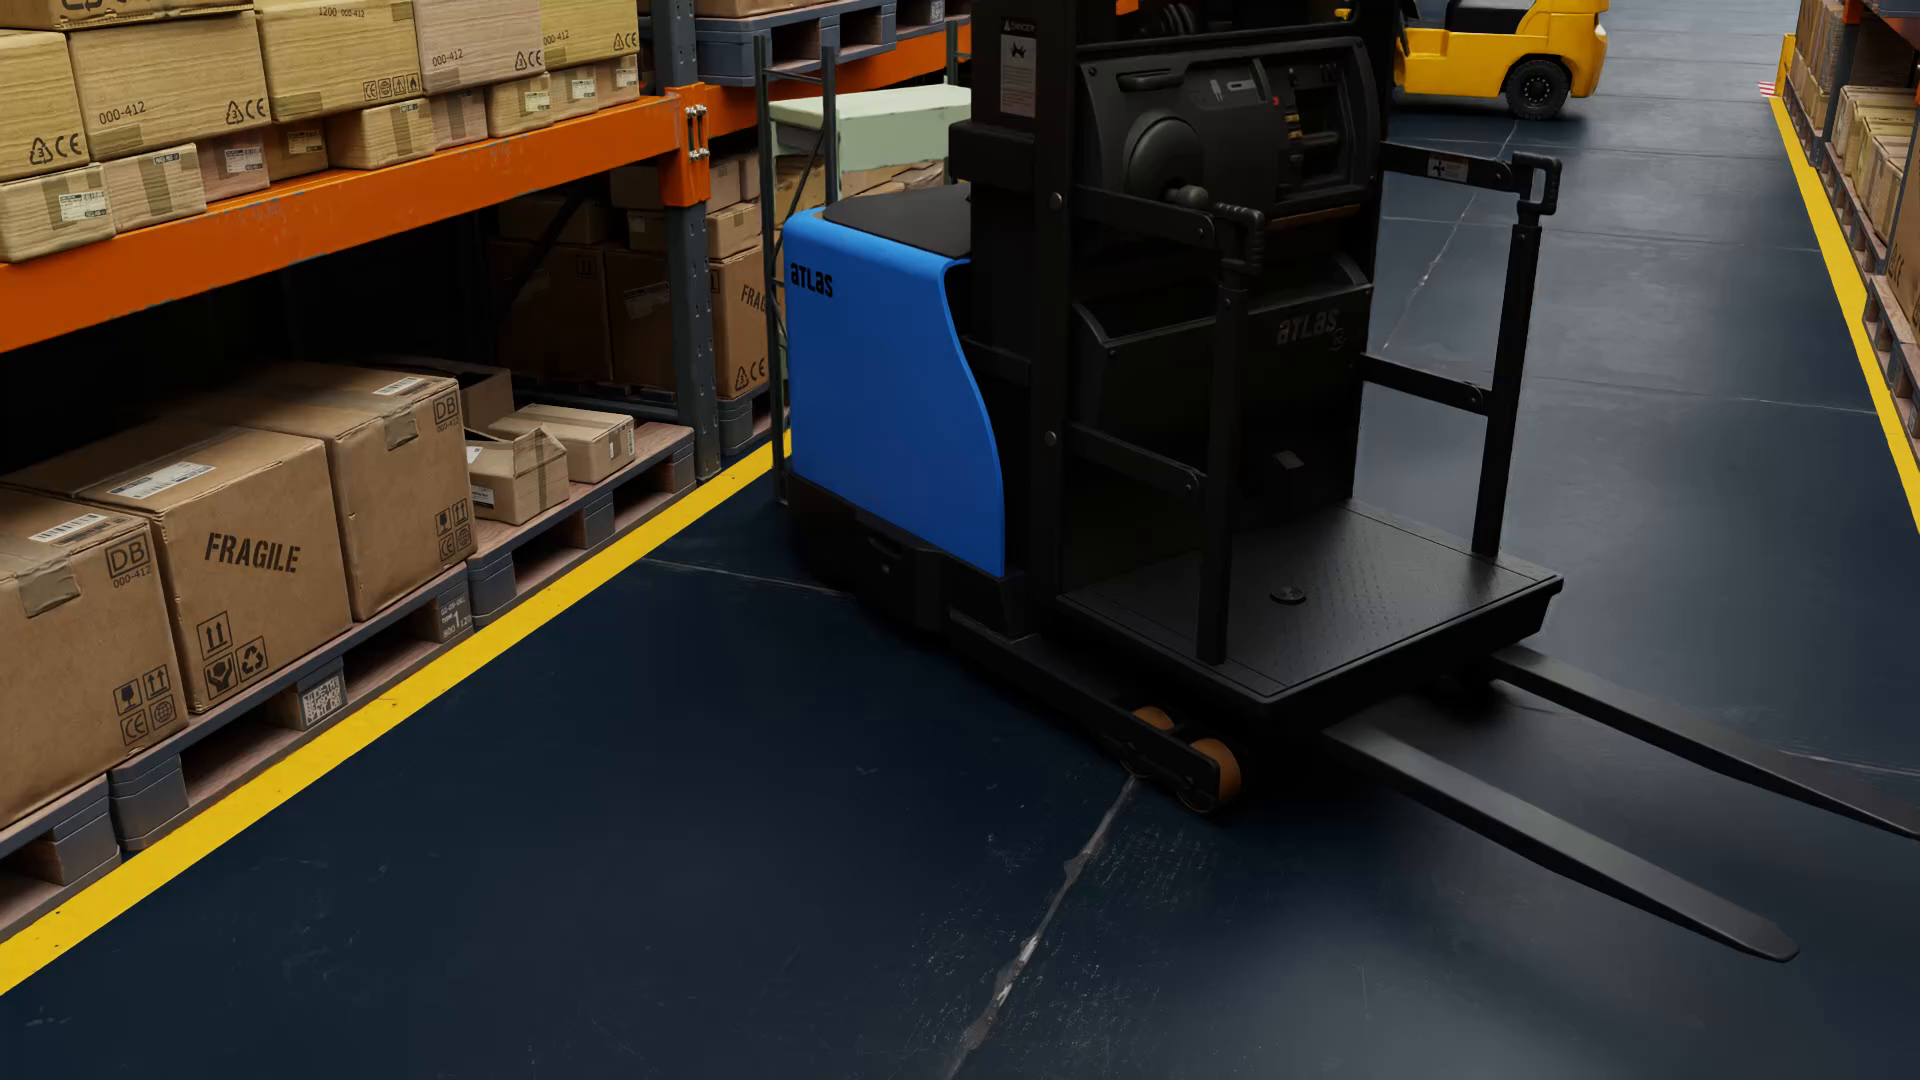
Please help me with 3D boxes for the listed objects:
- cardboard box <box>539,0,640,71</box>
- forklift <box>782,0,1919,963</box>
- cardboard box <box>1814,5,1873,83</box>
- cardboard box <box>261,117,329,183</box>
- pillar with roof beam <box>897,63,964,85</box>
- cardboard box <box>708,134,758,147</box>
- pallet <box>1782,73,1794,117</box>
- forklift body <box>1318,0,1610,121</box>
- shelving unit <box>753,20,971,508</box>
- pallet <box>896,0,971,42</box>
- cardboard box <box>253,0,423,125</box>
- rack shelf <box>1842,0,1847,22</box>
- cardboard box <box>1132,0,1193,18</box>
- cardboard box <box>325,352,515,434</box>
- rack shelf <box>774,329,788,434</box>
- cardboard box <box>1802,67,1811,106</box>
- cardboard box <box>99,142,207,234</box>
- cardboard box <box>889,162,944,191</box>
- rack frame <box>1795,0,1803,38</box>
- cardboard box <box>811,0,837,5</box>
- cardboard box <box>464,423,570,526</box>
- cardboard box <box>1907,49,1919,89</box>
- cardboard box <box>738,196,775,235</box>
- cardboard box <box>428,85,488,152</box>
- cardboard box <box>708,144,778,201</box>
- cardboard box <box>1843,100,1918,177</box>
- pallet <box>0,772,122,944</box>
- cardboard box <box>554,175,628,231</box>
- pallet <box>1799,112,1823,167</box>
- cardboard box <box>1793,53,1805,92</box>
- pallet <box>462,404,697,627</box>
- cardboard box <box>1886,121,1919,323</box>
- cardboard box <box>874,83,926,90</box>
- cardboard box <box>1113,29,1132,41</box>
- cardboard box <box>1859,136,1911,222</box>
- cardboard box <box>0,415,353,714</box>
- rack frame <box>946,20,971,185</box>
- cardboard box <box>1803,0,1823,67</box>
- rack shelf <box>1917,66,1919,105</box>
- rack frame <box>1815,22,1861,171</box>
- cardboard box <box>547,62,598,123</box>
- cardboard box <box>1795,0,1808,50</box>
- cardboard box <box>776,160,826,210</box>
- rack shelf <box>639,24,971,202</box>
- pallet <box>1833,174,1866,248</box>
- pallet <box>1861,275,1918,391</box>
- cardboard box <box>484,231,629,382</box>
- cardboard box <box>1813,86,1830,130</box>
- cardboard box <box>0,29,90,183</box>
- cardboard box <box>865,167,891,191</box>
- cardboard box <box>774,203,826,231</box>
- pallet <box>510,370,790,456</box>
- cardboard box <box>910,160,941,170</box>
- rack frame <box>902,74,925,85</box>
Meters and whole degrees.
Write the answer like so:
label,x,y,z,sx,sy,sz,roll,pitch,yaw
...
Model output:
label,x,y,z,sx,sy,sz,roll,pitch,yaw
cardboard box,-1.282,-1.521,4.808,0.500,0.250,0.500,9,24,21
forklift,0.781,-0.950,3.721,1.130,2.935,3.031,-17,28,-34
cardboard box,6.420,-3.527,11.851,0.500,0.500,0.500,9,24,21
cardboard box,-1.745,-0.949,3.956,0.380,0.149,0.250,9,24,21
pillar with roof beam,3.811,-5.849,7.577,9.100,9.000,0.400,9,24,20
cardboard box,-1.009,-1.652,7.169,0.380,0.149,0.250,9,24,21
pallet,7.385,-3.655,13.727,1.003,0.211,1.213,9,24,20
forklift body,4.127,-4.633,13.550,2.313,2.155,1.214,9,24,20
shelving unit,-0.200,-0.852,5.343,0.755,1.500,0.431,-17,28,-35
pallet,-0.552,-2.316,7.152,1.003,0.211,1.213,9,24,20
cardboard box,-1.652,-1.163,3.951,0.500,0.250,0.500,9,24,20
rack shelf,7.005,-4.207,12.364,1.077,0.370,4.000,9,24,20
cardboard box,1.655,-4.123,12.954,0.500,0.250,0.500,9,24,21
cardboard box,-1.784,-0.420,5.308,0.500,0.311,0.500,10,25,22
rack shelf,-0.200,-0.551,5.469,0.720,0.370,0.431,-17,28,-35
cardboard box,6.614,-3.372,12.453,0.500,0.250,0.500,9,24,21
cardboard box,-1.825,-0.752,3.484,0.380,0.149,0.250,9,24,21
cardboard box,-0.354,-1.406,7.422,0.500,0.500,0.500,8,24,18
rack frame,7.748,-5.255,13.938,1.000,3.000,0.127,9,24,20
cardboard box,-0.740,-2.236,6.037,0.700,0.500,0.500,9,24,21
cardboard box,-1.386,-0.233,4.918,0.396,0.266,0.258,10,25,22
cardboard box,6.732,-3.267,11.229,0.500,0.500,0.500,10,25,23
cardboard box,-0.908,-1.210,6.112,0.380,0.149,0.250,8,24,19
cardboard box,-1.477,-1.121,4.368,0.380,0.149,0.250,9,24,21
cardboard box,-0.887,-1.337,6.029,0.380,0.149,0.250,8,24,17
cardboard box,5.806,-2.359,9.870,0.950,0.372,0.625,10,25,23
pallet,-2.482,0.736,3.215,1.003,0.211,1.213,9,24,20
cardboard box,-1.358,-1.277,6.273,0.380,0.149,0.250,9,24,20
pallet,6.479,-2.782,11.636,1.003,0.211,1.213,9,24,20
cardboard box,6.995,-3.749,13.356,0.500,0.250,0.500,10,25,22
pallet,-1.576,-0.137,5.305,1.003,0.211,1.213,9,24,20
cardboard box,4.442,-1.370,6.850,0.875,0.875,0.875,9,24,20
cardboard box,-0.317,-2.299,8.719,0.380,0.149,0.250,10,25,23
cardboard box,1.173,-3.166,11.473,0.875,0.625,0.625,9,24,20
cardboard box,5.262,-1.839,8.626,0.950,0.372,0.625,8,24,19
cardboard box,-1.847,0.041,3.959,0.500,0.500,0.500,9,24,21
rack frame,0.087,-0.939,5.552,0.023,1.500,0.400,-17,28,-35
cardboard box,6.799,-3.902,12.750,0.500,0.500,0.500,9,24,21
rack shelf,4.033,-1.344,5.510,1.077,0.370,4.000,9,24,20
rack frame,6.262,-3.823,10.511,1.000,3.000,0.127,9,24,20
cardboard box,-1.280,-1.307,4.814,0.380,0.149,0.250,9,24,21
cardboard box,7.183,-4.268,13.626,0.500,0.500,0.500,8,24,18
cardboard box,-0.734,-1.403,6.575,0.380,0.149,0.250,8,24,19
rack shelf,-0.577,-2.054,7.208,1.077,0.370,4.000,9,24,20
pallet,5.523,-1.820,9.333,1.003,0.211,1.213,9,24,20
pallet,4.413,-0.834,6.972,1.003,0.211,1.213,9,24,20
cardboard box,-1.412,-0.928,6.279,0.500,0.500,0.500,9,24,20
cardboard box,6.232,-2.998,11.559,0.500,0.250,0.500,10,25,22
cardboard box,-2.014,-0.793,3.064,0.500,0.250,0.500,8,24,19
cardboard box,-0.512,-1.576,6.988,0.380,0.149,0.250,10,25,22
cardboard box,-0.742,-1.043,6.554,0.500,0.500,0.500,8,24,19
pallet,-1.053,-0.680,6.603,1.003,0.211,1.213,9,24,20
cardboard box,-0.301,-1.757,7.422,0.380,0.149,0.250,8,24,18
rack frame,0.166,-3.101,8.783,1.000,3.000,0.127,9,24,20
